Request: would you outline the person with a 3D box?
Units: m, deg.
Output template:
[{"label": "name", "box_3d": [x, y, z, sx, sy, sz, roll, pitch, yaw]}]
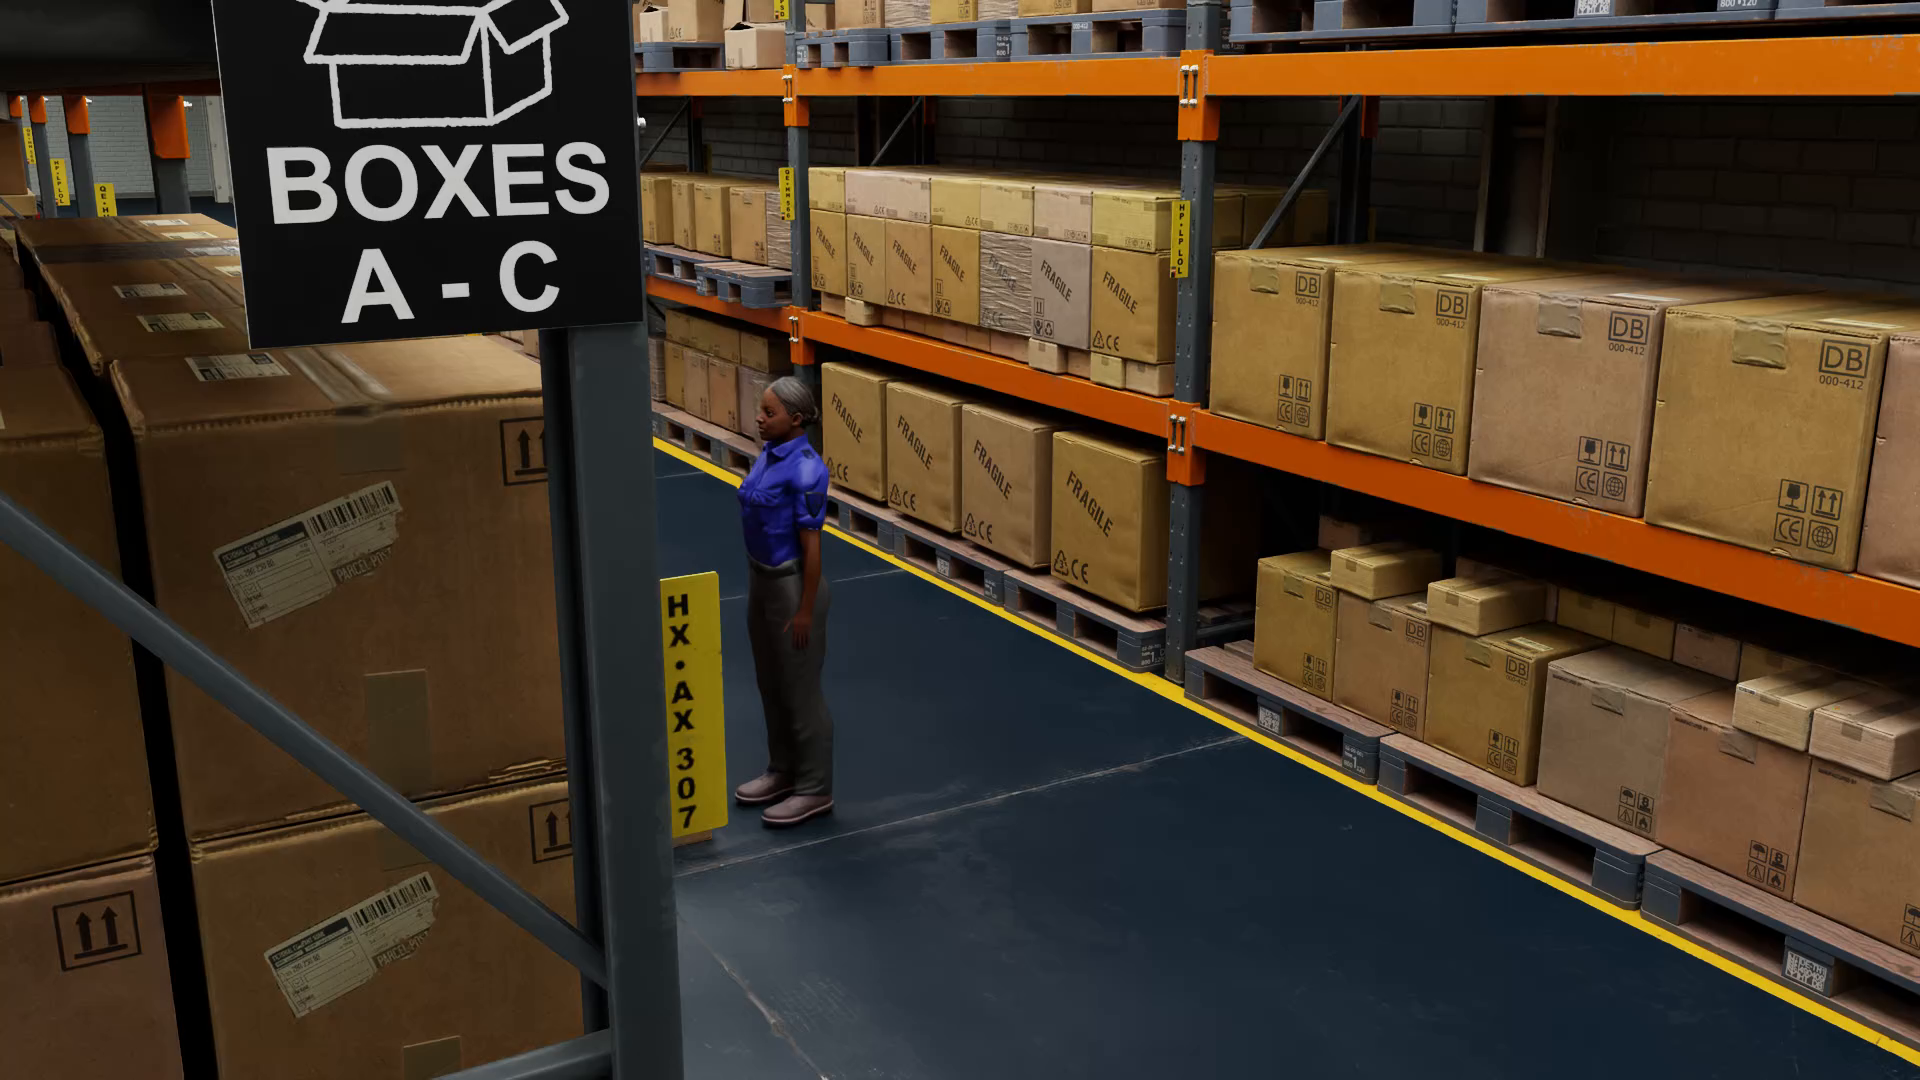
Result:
[{"label": "person", "box_3d": [-0.640, 0.248, 6.172, 0.342, 1.631, 0.448, -8, 17, -29]}]
